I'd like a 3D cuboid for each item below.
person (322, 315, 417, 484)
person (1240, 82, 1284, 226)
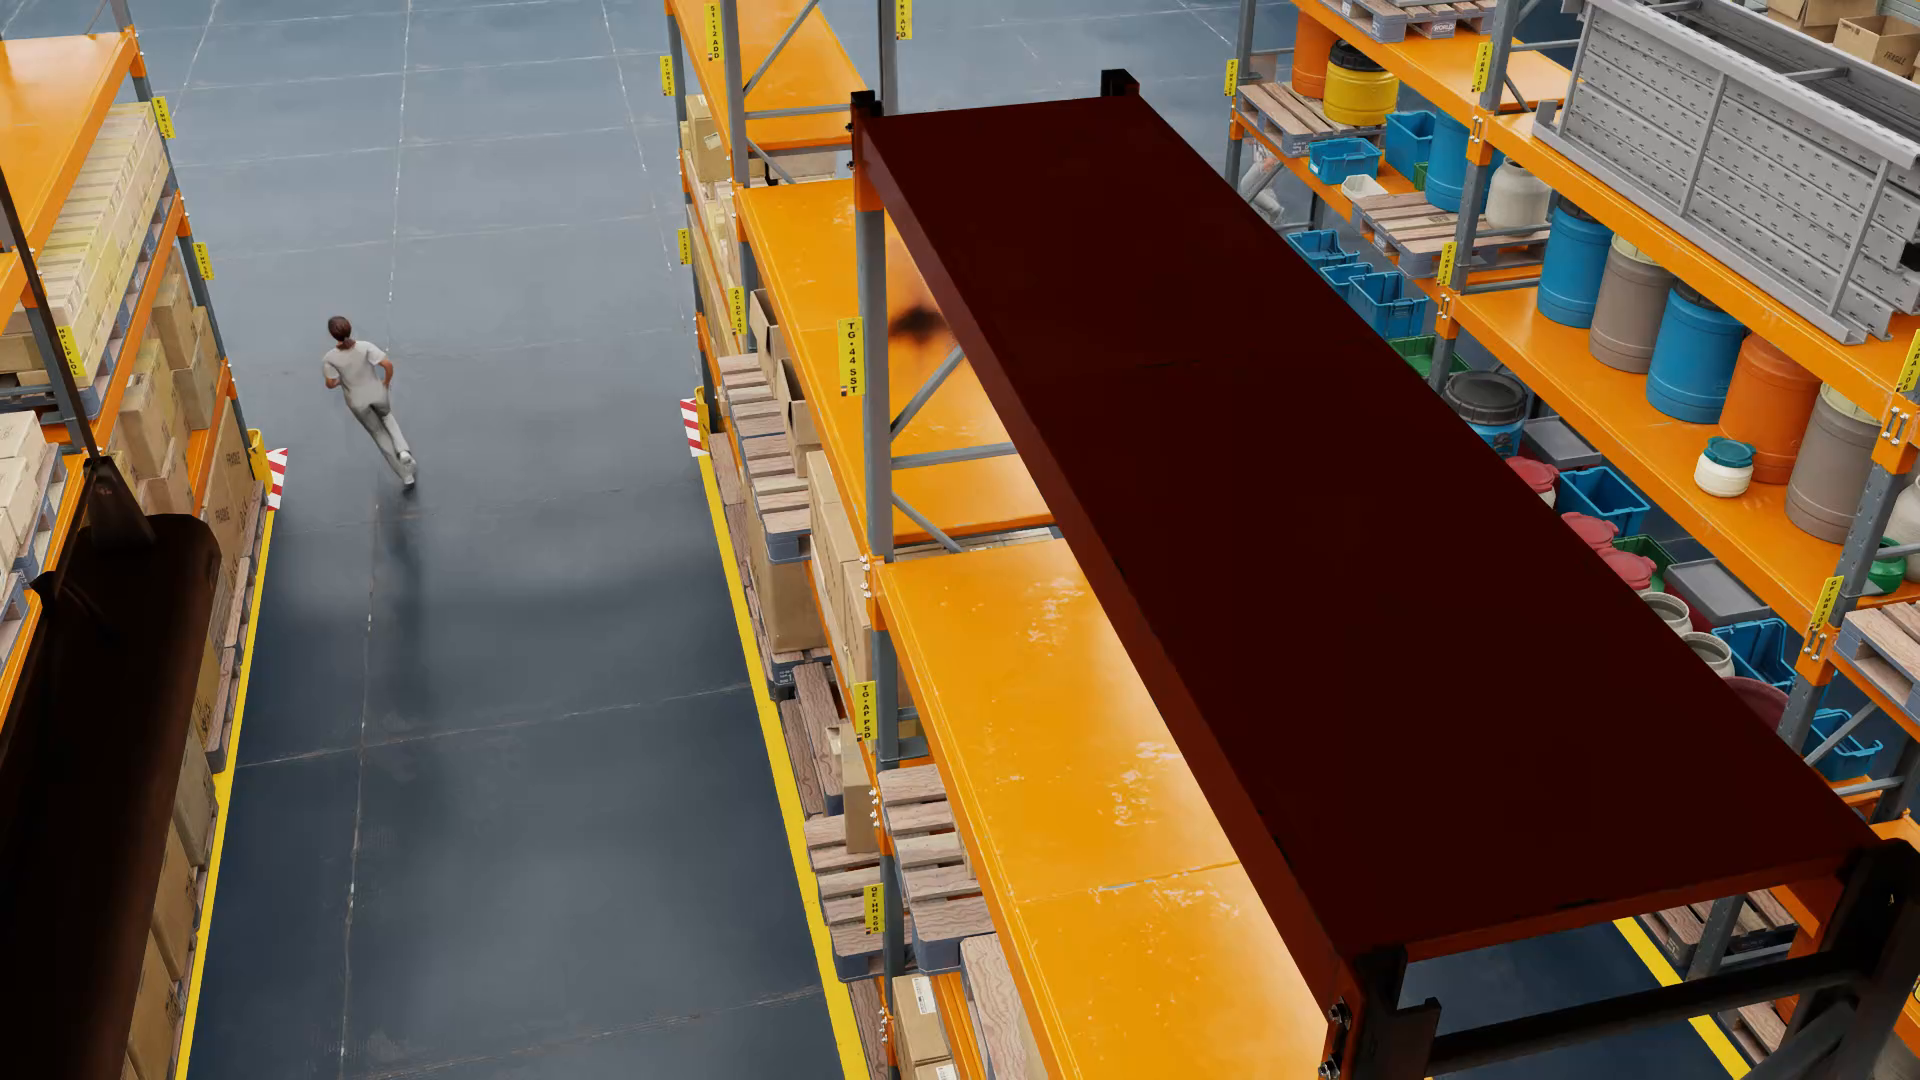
[{"bbox_3d":[-5.165,-1.229,14.446,0.592,1.600,0.573,-19,39,-26],"label":"person"},{"bbox_3d":[3.468,-4.342,18.888,0.593,1.743,0.653,8,35,12],"label":"person"}]
